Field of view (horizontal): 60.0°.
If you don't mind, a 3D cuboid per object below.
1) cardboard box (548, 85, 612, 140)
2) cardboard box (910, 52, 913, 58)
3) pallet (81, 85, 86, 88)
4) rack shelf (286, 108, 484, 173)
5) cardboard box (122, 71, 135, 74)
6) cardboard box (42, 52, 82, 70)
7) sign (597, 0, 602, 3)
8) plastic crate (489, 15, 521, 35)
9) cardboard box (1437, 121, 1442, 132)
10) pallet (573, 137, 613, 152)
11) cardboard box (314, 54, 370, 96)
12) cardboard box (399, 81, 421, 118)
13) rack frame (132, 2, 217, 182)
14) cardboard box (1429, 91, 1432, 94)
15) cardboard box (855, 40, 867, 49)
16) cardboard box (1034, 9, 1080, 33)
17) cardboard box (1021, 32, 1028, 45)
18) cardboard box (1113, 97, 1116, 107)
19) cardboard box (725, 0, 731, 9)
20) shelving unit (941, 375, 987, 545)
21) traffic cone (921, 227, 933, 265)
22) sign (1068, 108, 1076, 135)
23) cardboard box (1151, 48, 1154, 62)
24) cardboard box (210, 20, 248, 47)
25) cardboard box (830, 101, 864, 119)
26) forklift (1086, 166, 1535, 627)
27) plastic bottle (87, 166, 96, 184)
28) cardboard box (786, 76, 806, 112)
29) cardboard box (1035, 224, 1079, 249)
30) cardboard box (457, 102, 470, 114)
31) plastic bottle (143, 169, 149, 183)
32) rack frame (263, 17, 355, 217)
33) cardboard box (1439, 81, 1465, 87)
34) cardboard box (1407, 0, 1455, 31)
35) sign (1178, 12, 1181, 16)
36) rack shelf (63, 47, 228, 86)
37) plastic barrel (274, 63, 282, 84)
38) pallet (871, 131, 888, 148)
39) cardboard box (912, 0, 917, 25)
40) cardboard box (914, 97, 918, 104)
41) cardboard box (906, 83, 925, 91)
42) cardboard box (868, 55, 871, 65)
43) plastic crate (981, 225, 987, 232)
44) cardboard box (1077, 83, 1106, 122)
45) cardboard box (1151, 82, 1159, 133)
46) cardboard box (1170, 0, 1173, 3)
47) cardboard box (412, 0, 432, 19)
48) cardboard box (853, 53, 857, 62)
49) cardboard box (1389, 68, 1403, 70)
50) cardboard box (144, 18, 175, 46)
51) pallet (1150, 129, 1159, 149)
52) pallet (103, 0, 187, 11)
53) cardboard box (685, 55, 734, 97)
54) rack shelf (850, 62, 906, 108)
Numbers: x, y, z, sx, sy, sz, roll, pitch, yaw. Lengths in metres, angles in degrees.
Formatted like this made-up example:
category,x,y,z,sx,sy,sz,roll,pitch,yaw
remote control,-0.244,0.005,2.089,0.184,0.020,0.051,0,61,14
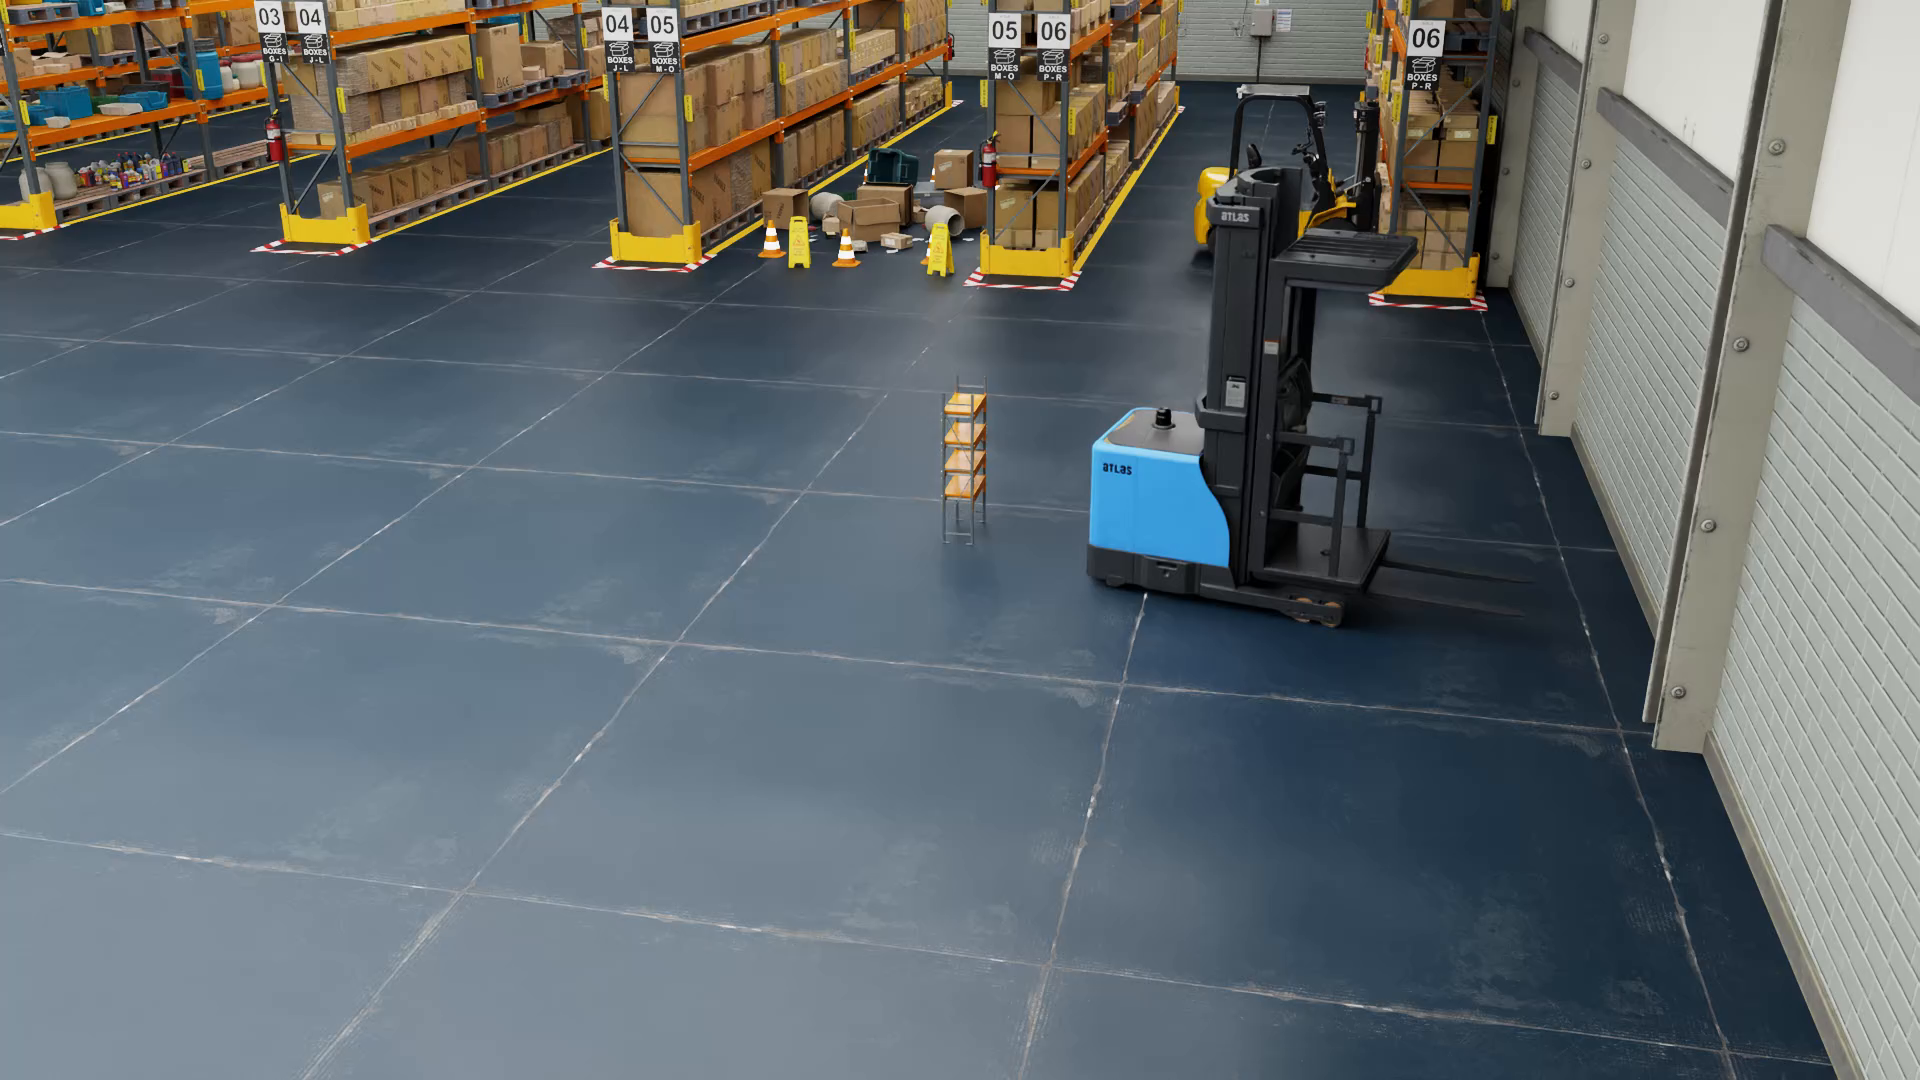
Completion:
category,x,y,z,sx,sy,sz,roll,pitch,yaw
cardboard box,-7.066,-7.943,30.842,1.225,0.875,0.875,3,22,8
cardboard box,-1.154,-9.793,33.491,0.380,0.149,0.250,3,22,9
pallet,-20.480,-10.505,38.654,1.003,0.211,1.213,4,22,11
rack shelf,-8.452,-5.955,24.587,1.077,0.370,4.000,4,22,11
cardboard box,-20.187,-11.313,39.712,0.700,0.500,0.500,4,22,11
cardboard box,-17.042,-9.068,31.474,0.500,0.311,0.500,6,23,14
sign,-4.553,-6.954,21.010,0.100,0.325,0.005,4,22,11
plastic crate,-10.329,-11.694,37.746,0.616,0.435,0.499,4,22,11
cardboard box,6.071,-5.063,20.409,0.380,0.149,0.250,4,22,10
pallet,-6.993,-7.472,31.124,1.003,0.211,1.213,4,22,11
cardboard box,-8.481,-6.386,22.823,0.500,0.500,0.500,4,22,11
cardboard box,-8.479,-6.494,24.431,0.875,0.500,0.500,4,22,11
rack frame,-12.893,-7.398,27.206,1.000,3.000,0.127,4,22,11
cardboard box,6.799,-6.347,23.596,0.380,0.149,0.250,4,22,10
cardboard box,-1.894,-8.960,30.064,0.380,0.149,0.250,6,23,13
cardboard box,1.205,-6.425,20.579,0.500,0.250,0.500,4,22,10
cardboard box,0.640,-6.228,20.624,0.380,0.149,0.250,5,22,11
cardboard box,2.139,-6.611,25.029,0.380,0.149,0.250,5,22,12
cardboard box,-3.332,-7.314,22.623,0.380,0.149,0.250,5,22,11
shelving unit,0.034,-0.617,12.780,0.258,1.200,0.503,4,22,11
traffic cone,-0.334,-3.880,21.869,0.336,0.463,0.334,4,22,11
sign,1.373,-5.162,20.496,0.100,0.325,0.005,4,22,11
cardboard box,3.244,-8.800,30.219,0.500,0.250,0.500,5,22,12
cardboard box,-15.738,-10.914,35.804,0.500,0.500,0.500,5,22,12
cardboard box,-2.015,-7.685,29.699,0.500,0.250,0.500,3,22,8
forklift,2.482,-0.989,11.387,3.031,2.935,1.130,9,24,22
plastic bottle,-13.657,-5.721,26.101,0.152,0.276,0.135,4,22,9
cardboard box,-2.736,-7.008,26.105,0.500,0.500,0.500,5,22,11
cardboard box,1.277,-3.995,21.876,0.500,0.250,0.500,4,22,10
cardboard box,-7.860,-6.712,25.840,0.380,0.149,0.250,4,22,11
plastic bottle,-12.881,-5.753,26.281,0.097,0.201,0.097,0,22,0
rack frame,-8.860,-5.557,22.636,1.000,3.000,0.127,4,22,11
cardboard box,6.748,-6.233,22.914,0.380,0.149,0.250,5,22,11
cardboard box,5.553,-6.284,19.596,0.500,0.500,0.500,5,23,13
sign,5.199,-12.869,40.429,0.327,0.218,0.001,4,22,11
rack shelf,-16.517,-9.637,33.730,1.077,0.370,4.000,4,22,11
plastic barrel,-12.163,-8.366,29.461,0.421,0.512,0.421,0,22,0
pallet,-1.981,-7.505,31.205,1.003,0.211,1.213,4,22,11
cardboard box,-1.155,-10.516,33.079,0.500,0.500,0.500,4,22,9
cardboard box,-1.074,-9.038,34.135,0.380,0.149,0.250,6,23,13
cardboard box,-0.934,-9.457,34.777,0.380,0.149,0.250,4,22,9
cardboard box,-1.835,-8.779,30.411,0.380,0.149,0.250,5,22,12
plastic crate,0.535,-4.399,23.668,0.402,0.080,0.583,-3,22,-8
cardboard box,1.810,-6.267,23.868,0.500,0.500,0.500,4,22,10
cardboard box,3.242,-8.167,31.398,0.875,0.875,0.875,5,23,13
cardboard box,4.139,-11.033,33.893,0.380,0.149,0.250,5,22,12
cardboard box,-8.097,-7.778,24.337,0.500,0.250,0.500,4,22,11
cardboard box,-2.044,-8.545,29.431,0.380,0.149,0.250,6,23,13
cardboard box,6.837,-7.219,25.761,0.380,0.149,0.250,5,22,11
cardboard box,-16.409,-10.293,33.699,0.700,0.500,0.500,-1,22,-3
pallet,3.206,-7.609,31.464,1.003,0.211,1.213,4,22,11
pallet,-12.944,-8.430,26.008,1.213,0.211,1.003,4,22,11
cardboard box,-3.661,-6.452,23.211,0.875,0.550,0.500,4,22,11
rack shelf,-1.985,-8.466,30.821,1.077,0.370,4.000,4,22,11
